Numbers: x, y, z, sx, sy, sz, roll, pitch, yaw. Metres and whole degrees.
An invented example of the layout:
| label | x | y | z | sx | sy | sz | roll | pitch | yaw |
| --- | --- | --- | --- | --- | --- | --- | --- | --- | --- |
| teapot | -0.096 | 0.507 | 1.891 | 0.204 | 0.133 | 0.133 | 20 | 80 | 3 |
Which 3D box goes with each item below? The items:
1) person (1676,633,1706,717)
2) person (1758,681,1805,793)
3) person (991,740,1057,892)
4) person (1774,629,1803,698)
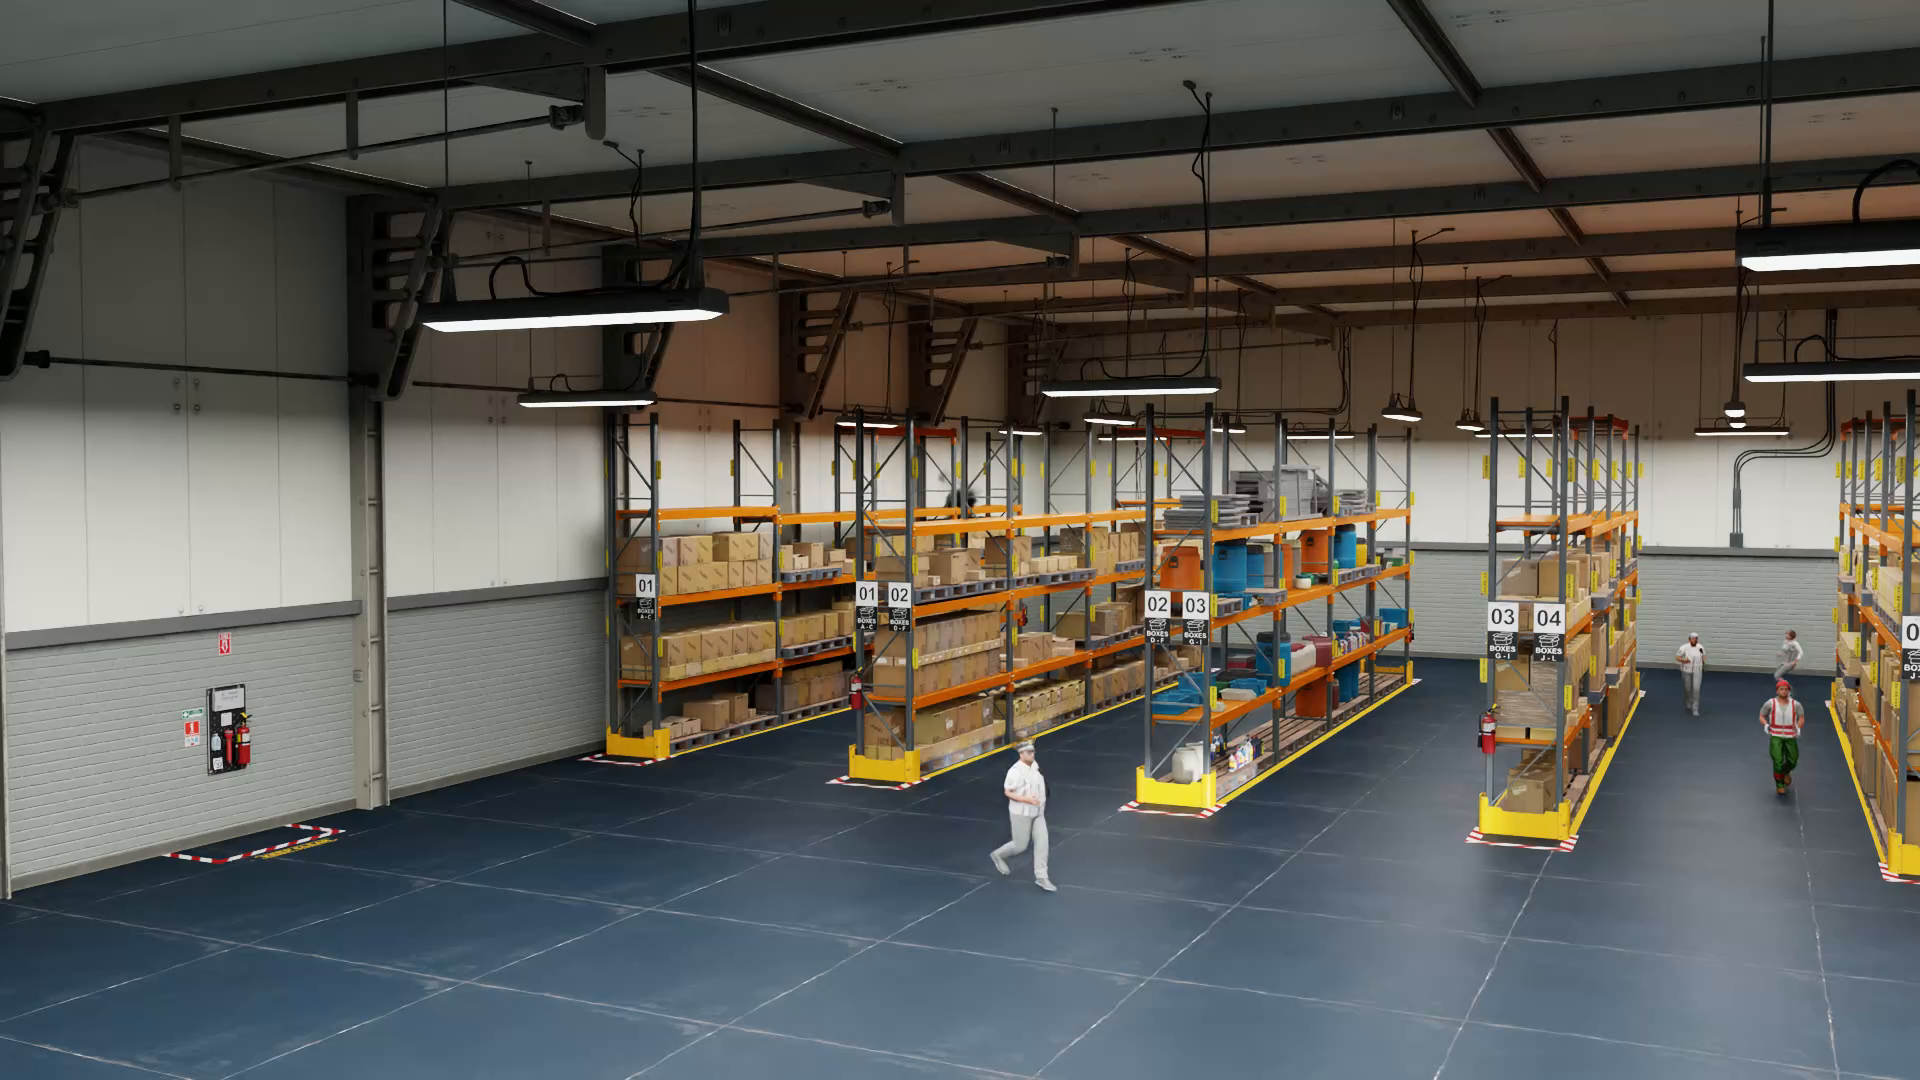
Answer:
| label | x | y | z | sx | sy | sz | roll | pitch | yaw |
| --- | --- | --- | --- | --- | --- | --- | --- | --- | --- |
| person | 15.032 | 2.743 | 34.201 | 0.591 | 1.678 | 0.868 | 1 | 3 | 18 |
| person | 12.745 | 3.046 | 25.784 | 0.653 | 1.736 | 0.618 | 1 | 3 | 20 |
| person | 0.783 | 3.280 | 19.996 | 0.944 | 1.790 | 0.664 | 2 | 3 | 44 |
| person | 18.001 | 2.722 | 36.230 | 0.519 | 1.523 | 0.557 | 0 | 2 | 6 |
